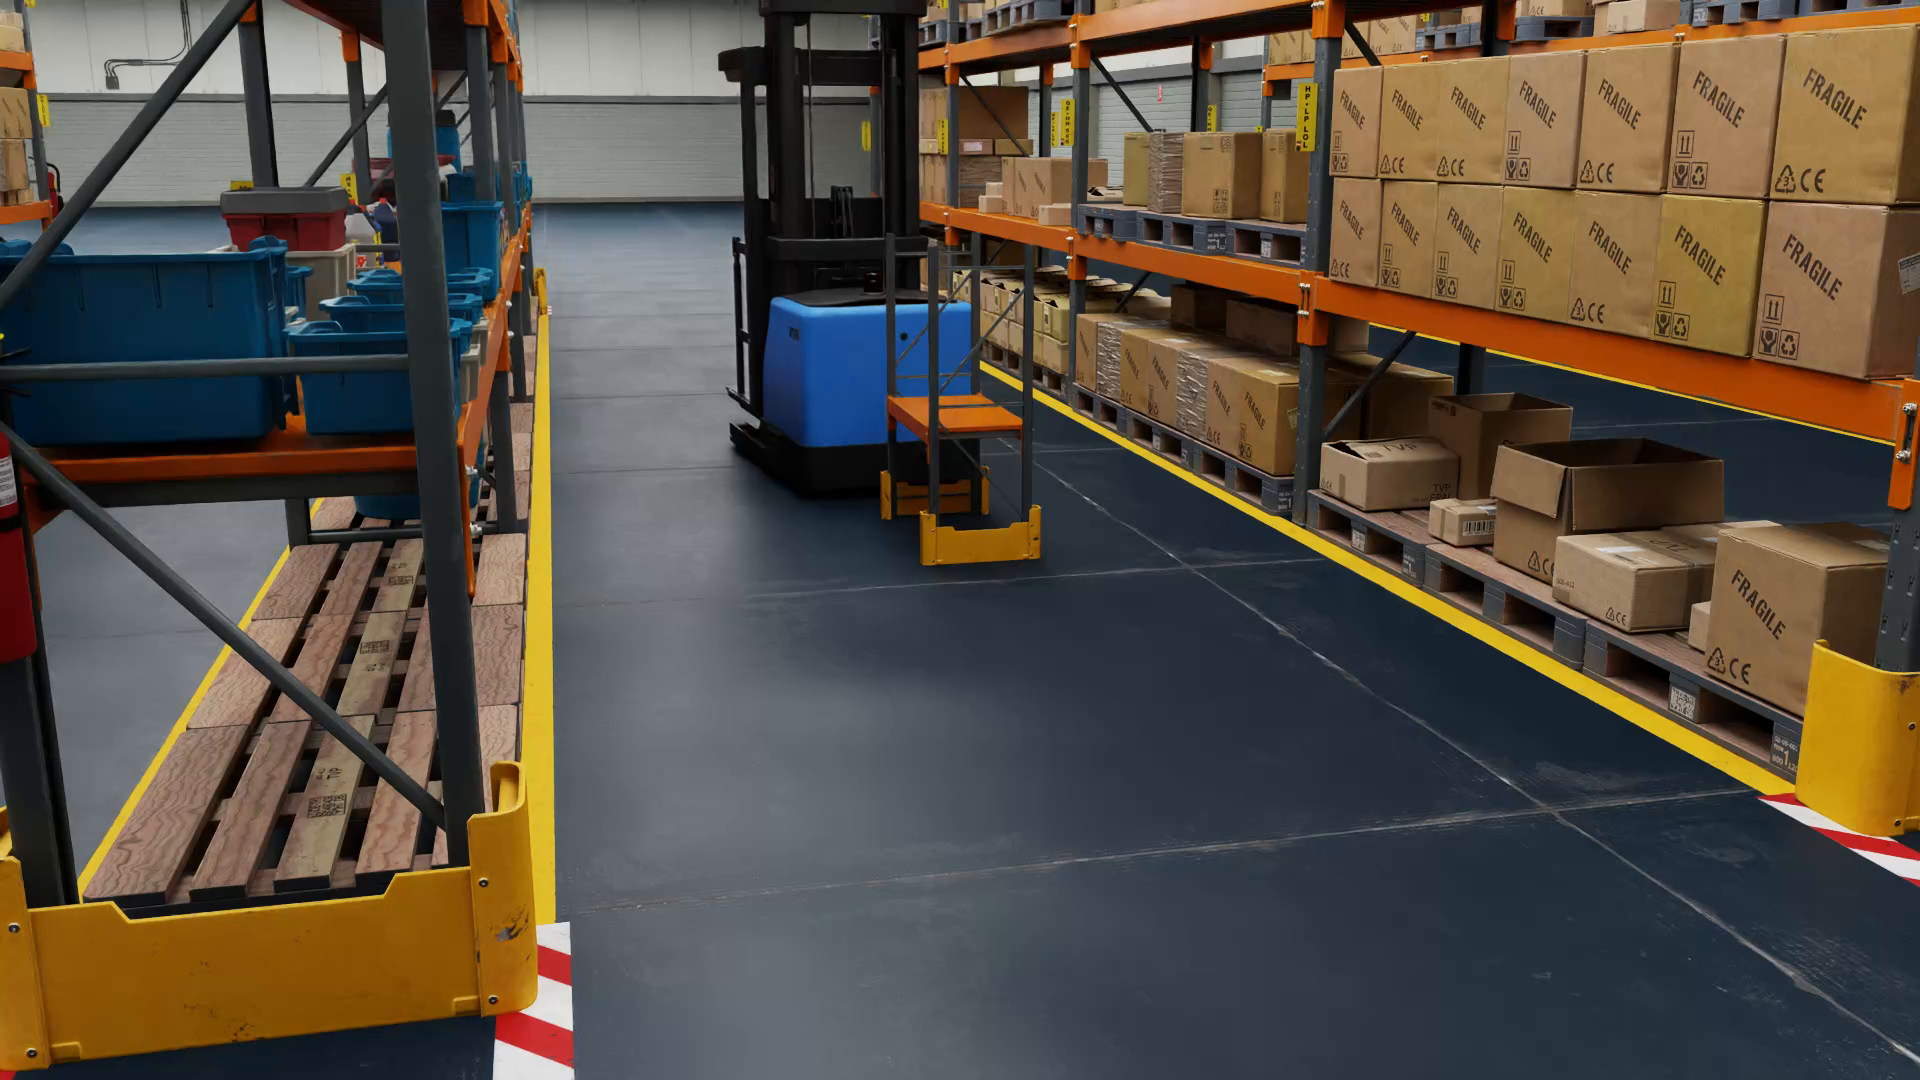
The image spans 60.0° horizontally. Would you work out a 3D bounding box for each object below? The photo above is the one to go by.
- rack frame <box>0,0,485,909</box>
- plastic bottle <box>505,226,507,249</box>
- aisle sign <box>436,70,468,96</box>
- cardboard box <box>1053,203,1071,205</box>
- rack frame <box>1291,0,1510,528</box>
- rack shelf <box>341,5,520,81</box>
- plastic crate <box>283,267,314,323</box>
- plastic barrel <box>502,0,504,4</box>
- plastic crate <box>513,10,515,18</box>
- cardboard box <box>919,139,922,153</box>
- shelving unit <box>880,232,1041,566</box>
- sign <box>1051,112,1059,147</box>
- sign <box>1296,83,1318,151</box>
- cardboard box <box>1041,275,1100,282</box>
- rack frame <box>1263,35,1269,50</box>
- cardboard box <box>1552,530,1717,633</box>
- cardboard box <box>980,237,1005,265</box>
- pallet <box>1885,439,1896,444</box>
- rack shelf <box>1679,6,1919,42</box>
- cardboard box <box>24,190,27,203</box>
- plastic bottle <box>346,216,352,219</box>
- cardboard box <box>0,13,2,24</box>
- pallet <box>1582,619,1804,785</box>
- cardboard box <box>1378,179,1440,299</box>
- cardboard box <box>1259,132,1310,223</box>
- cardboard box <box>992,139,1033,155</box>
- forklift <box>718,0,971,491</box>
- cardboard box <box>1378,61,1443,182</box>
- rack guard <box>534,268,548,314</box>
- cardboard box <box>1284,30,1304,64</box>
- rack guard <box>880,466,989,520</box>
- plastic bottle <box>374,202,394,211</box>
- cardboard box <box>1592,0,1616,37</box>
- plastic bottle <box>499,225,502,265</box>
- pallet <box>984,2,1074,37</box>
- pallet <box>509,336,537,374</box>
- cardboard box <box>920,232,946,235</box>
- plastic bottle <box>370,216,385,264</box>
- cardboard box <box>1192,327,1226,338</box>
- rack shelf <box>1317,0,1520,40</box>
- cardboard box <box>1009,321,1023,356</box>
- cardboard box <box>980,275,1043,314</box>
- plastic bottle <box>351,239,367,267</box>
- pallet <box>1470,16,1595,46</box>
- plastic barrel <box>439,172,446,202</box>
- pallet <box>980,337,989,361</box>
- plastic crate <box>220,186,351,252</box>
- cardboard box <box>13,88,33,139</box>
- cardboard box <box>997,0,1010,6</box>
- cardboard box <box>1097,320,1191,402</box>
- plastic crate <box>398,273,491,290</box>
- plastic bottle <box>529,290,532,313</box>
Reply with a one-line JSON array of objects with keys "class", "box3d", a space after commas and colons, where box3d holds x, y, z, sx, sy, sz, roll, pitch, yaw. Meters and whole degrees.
[{"class": "rack frame", "box3d": [-1.621, -0.364, 3.596, 1.000, 3.000, 0.127, -3, 14, -13]}, {"class": "plastic bottle", "box3d": [-2.858, -1.895, 10.283, 0.097, 0.201, 0.097, 0, 14, 0]}, {"class": "aisle sign", "box3d": [-5.680, -5.318, 18.397, 0.394, 0.787, 0.004, -3, 14, -13]}, {"class": "cardboard box", "box3d": [0.961, -2.654, 13.498, 0.380, 0.149, 0.250, -2, 14, -9]}, {"class": "rack frame", "box3d": [2.255, -1.562, 8.500, 1.000, 3.000, 0.127, -3, 14, -13]}, {"class": "rack shelf", "box3d": [-3.970, -3.779, 12.768, 1.077, 0.370, 4.000, -3, 14, -13]}, {"class": "plastic crate", "box3d": [-2.353, -0.771, 5.490, 0.416, 0.233, 0.300, -3, 14, -13]}, {"class": "plastic barrel", "box3d": [-3.275, -3.810, 11.144, 0.421, 0.512, 0.421, 0, 14, 0]}, {"class": "plastic crate", "box3d": [-4.638, -5.081, 16.618, 0.392, 0.384, 0.575, -3, 14, -13]}, {"class": "cardboard box", "box3d": [-0.258, -4.176, 17.622, 0.380, 0.149, 0.250, -3, 14, -11]}, {"class": "shelving unit", "box3d": [-0.018, -0.746, 8.321, 0.587, 1.500, 1.083, -3, 14, -13]}, {"class": "sign", "box3d": [0.901, -3.964, 16.059, 0.100, 0.325, 0.005, -3, 14, -13]}, {"class": "sign", "box3d": [1.717, -2.093, 8.233, 0.100, 0.325, 0.005, -3, 14, -13]}, {"class": "cardboard box", "box3d": [0.993, -2.236, 14.985, 0.500, 0.311, 0.500, -3, 14, -13]}, {"class": "rack frame", "box3d": [4.251, -7.521, 20.253, 1.000, 3.000, 0.127, -3, 14, -13]}, {"class": "cardboard box", "box3d": [2.633, 0.150, 6.358, 0.500, 0.250, 0.500, -3, 14, -13]}, {"class": "cardboard box", "box3d": [0.447, -2.879, 17.221, 0.500, 0.500, 0.500, -3, 14, -13]}, {"class": "pallet", "box3d": [6.815, -0.658, 10.676, 1.003, 0.211, 1.213, -3, 14, -13]}, {"class": "rack shelf", "box3d": [6.600, -3.408, 11.252, 1.077, 0.370, 4.000, -3, 14, -13]}, {"class": "cardboard box", "box3d": [-9.868, -3.545, 17.146, 0.380, 0.149, 0.250, -3, 14, -13]}, {"class": "plastic bottle", "box3d": [-3.258, -1.585, 8.854, 0.152, 0.276, 0.135, -3, 14, -13]}, {"class": "cardboard box", "box3d": [-9.625, -5.130, 16.261, 0.380, 0.149, 0.250, -3, 14, -13]}, {"class": "pallet", "box3d": [2.989, 0.514, 5.878, 1.003, 0.211, 1.213, -3, 14, -13]}, {"class": "cardboard box", "box3d": [2.233, -1.360, 7.462, 0.500, 0.500, 0.500, -3, 14, -12]}, {"class": "cardboard box", "box3d": [2.138, -2.091, 9.571, 0.700, 0.500, 0.500, -1, 14, -4]}, {"class": "cardboard box", "box3d": [0.501, -3.844, 16.263, 0.380, 0.149, 0.250, -3, 14, -13]}, {"class": "forklift", "box3d": [-0.867, -2.007, 10.468, 1.130, 2.935, 3.031, -5, 15, -19]}, {"class": "cardboard box", "box3d": [2.214, -1.853, 7.373, 0.500, 0.500, 0.500, -4, 14, -15]}, {"class": "rack guard", "box3d": [-5.315, -2.826, 18.940, 1.175, 0.500, 0.348, -3, 14, -13]}, {"class": "cardboard box", "box3d": [4.178, -5.906, 19.706, 0.500, 0.500, 0.500, -2, 14, -9]}, {"class": "rack guard", "box3d": [-0.135, -0.254, 8.940, 0.587, 0.250, 0.087, -3, 14, -13]}, {"class": "plastic bottle", "box3d": [-3.713, -2.031, 10.683, 0.152, 0.276, 0.135, -3, 14, -13]}, {"class": "cardboard box", "box3d": [5.916, -4.583, 14.285, 0.797, 0.503, 0.637, -1, 14, -5]}, {"class": "plastic bottle", "box3d": [-2.571, -1.648, 9.122, 0.097, 0.271, 0.097, 0, 14, 0]}, {"class": "pallet", "box3d": [0.804, -4.260, 13.619, 1.003, 0.211, 1.213, -3, 14, -11]}, {"class": "pallet", "box3d": [-4.217, -1.599, 14.526, 1.003, 0.211, 1.213, -3, 14, -13]}, {"class": "cardboard box", "box3d": [-0.304, -3.081, 18.044, 0.500, 0.500, 0.500, -3, 14, -13]}, {"class": "plastic bottle", "box3d": [-3.141, -1.594, 8.900, 0.097, 0.271, 0.097, 0, 14, 0]}, {"class": "cardboard box", "box3d": [1.885, -1.162, 11.203, 0.500, 0.500, 0.500, -4, 14, -15]}, {"class": "rack shelf", "box3d": [2.725, -2.208, 6.341, 1.077, 0.370, 4.000, -3, 14, -13]}, {"class": "cardboard box", "box3d": [0.715, -1.696, 13.956, 0.500, 0.250, 0.500, -3, 14, -12]}, {"class": "cardboard box", "box3d": [0.466, -2.204, 14.855, 0.500, 0.311, 0.500, -4, 14, -15]}, {"class": "plastic bottle", "box3d": [-2.936, -1.359, 8.086, 0.097, 0.201, 0.097, 0, 14, 0]}, {"class": "pallet", "box3d": [5.479, -4.663, 15.268, 1.213, 0.211, 1.003, -3, 14, -13]}, {"class": "plastic barrel", "box3d": [-3.949, -2.489, 12.060, 0.421, 0.512, 0.421, 0, 14, 0]}, {"class": "pallet", "box3d": [0.587, -1.885, 15.698, 1.003, 0.211, 1.213, -3, 14, -13]}, {"class": "plastic crate", "box3d": [-2.595, -1.127, 6.458, 0.402, 0.464, 0.583, -3, 14, -13]}, {"class": "cardboard box", "box3d": [-9.824, -4.345, 16.946, 0.500, 0.500, 0.500, -3, 14, -13]}, {"class": "cardboard box", "box3d": [0.643, -4.727, 14.564, 0.500, 0.250, 0.500, -5, 15, -19]}, {"class": "cardboard box", "box3d": [1.273, -1.243, 11.533, 0.500, 0.500, 0.500, -4, 14, -15]}, {"class": "plastic crate", "box3d": [-2.037, -0.939, 6.403, 0.437, 0.125, 0.590, -3, 14, -13]}, {"class": "plastic bottle", "box3d": [-4.413, -2.453, 16.802, 0.144, 0.351, 0.185, -3, 14, -11]}]
